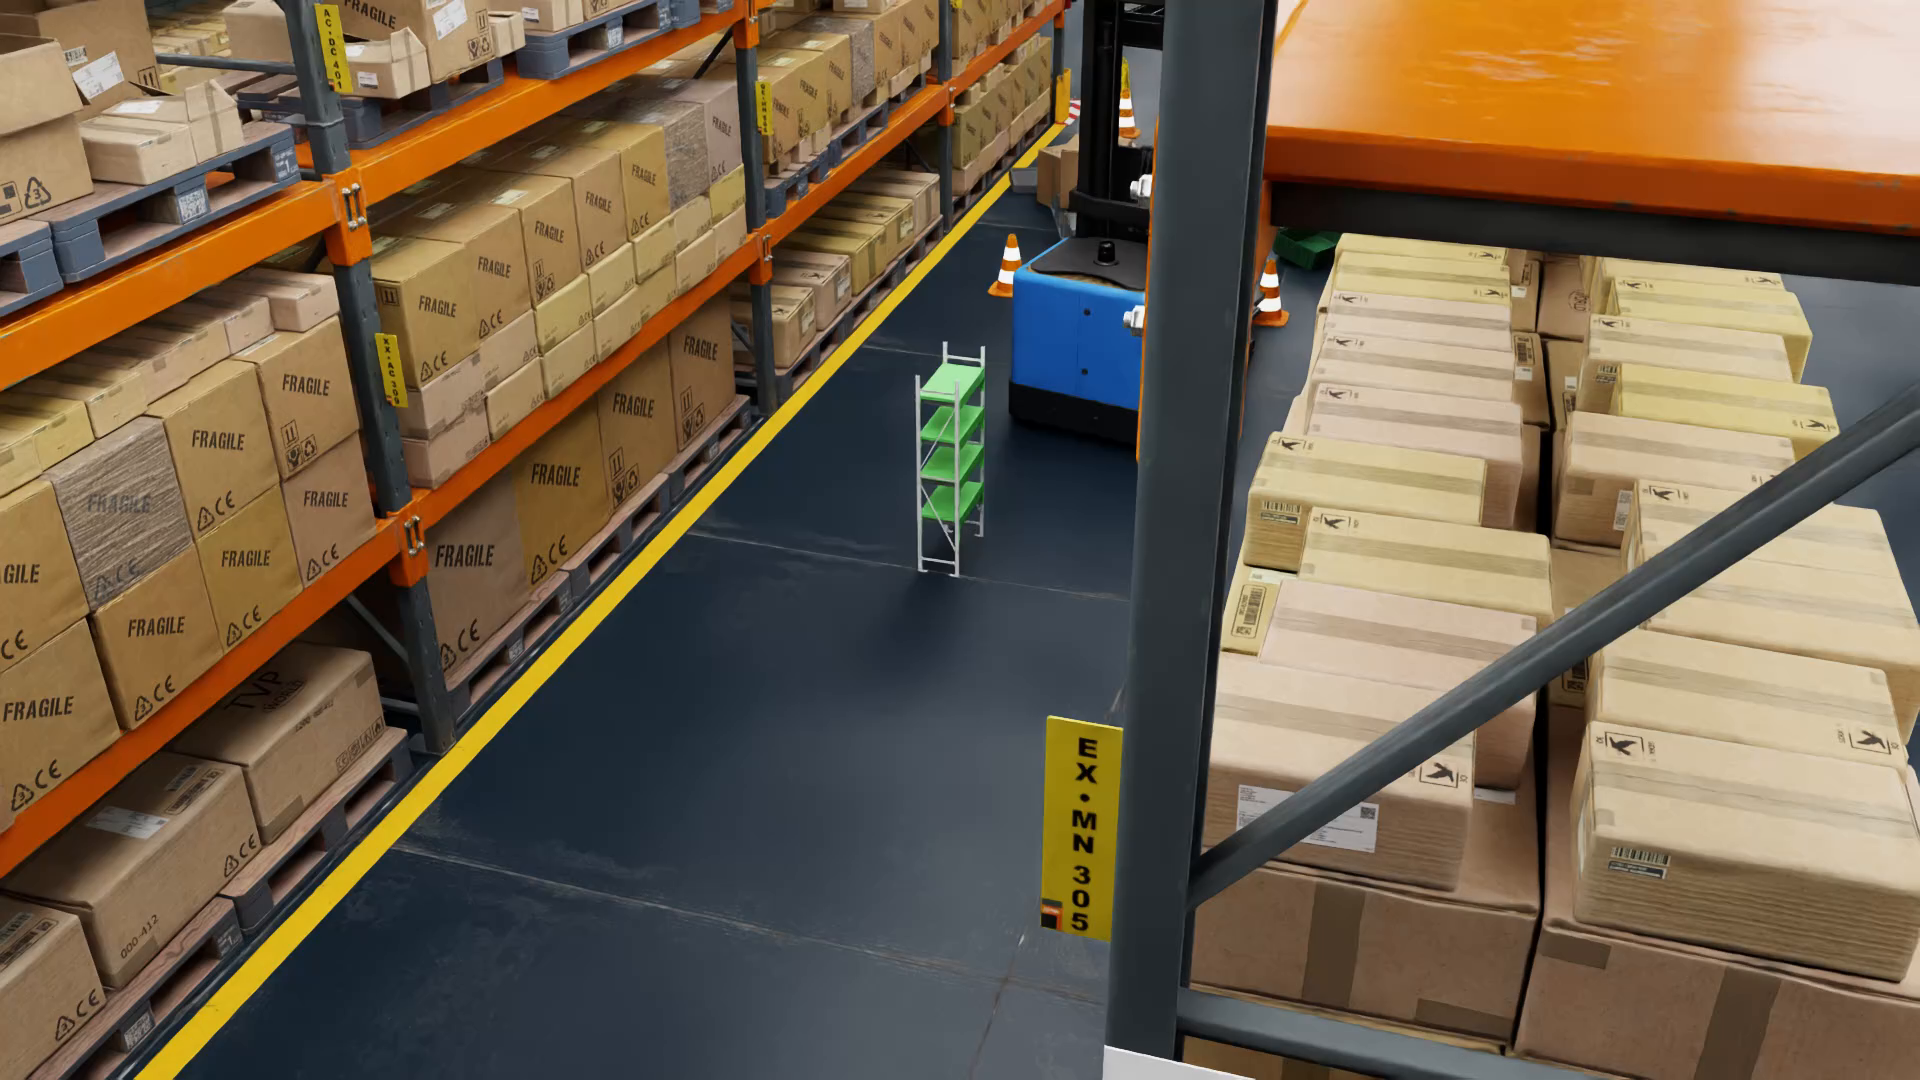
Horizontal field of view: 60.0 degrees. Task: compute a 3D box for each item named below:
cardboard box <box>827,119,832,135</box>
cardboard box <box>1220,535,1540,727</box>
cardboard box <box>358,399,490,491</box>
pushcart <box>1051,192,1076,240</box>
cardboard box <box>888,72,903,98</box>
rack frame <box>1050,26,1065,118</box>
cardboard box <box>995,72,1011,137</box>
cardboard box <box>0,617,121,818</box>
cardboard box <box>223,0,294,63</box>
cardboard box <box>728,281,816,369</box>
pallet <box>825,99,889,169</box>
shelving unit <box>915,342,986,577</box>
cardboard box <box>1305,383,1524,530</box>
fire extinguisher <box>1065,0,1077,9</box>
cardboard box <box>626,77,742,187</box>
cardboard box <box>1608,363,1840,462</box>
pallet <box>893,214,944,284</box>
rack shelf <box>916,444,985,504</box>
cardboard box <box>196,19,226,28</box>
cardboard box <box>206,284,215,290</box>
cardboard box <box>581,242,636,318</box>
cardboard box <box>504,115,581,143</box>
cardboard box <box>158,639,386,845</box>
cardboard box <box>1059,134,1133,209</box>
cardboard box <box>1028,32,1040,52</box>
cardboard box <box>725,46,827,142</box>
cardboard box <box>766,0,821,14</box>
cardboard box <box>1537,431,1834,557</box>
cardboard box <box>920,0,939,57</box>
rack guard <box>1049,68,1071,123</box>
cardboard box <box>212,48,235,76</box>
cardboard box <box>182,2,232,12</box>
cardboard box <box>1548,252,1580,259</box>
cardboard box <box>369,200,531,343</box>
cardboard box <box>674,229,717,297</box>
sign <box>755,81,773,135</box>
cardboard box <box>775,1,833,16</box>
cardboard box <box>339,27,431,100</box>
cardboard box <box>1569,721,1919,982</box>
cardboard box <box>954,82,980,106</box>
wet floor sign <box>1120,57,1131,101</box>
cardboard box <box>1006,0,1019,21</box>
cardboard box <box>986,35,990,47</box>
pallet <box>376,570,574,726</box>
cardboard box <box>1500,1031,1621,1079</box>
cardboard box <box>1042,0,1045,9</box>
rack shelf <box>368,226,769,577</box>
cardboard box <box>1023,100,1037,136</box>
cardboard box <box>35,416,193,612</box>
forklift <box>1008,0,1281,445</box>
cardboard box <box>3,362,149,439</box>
[{"bbox_3d":[-1.129,-2.927,11.753,0.380,0.149,0.250,10,31,18],"label":"cardboard box"},{"bbox_3d":[0.716,0.191,2.875,0.500,0.250,0.500,8,30,14],"label":"cardboard box"},{"bbox_3d":[-2.531,-0.476,7.675,0.500,0.250,0.500,8,30,14],"label":"cardboard box"},{"bbox_3d":[1.630,-2.645,14.116,1.648,0.377,0.936,-1,29,-3],"label":"pushcart"},{"bbox_3d":[-0.658,-3.524,12.826,0.380,0.149,0.250,9,30,15],"label":"cardboard box"},{"bbox_3d":[0.610,-5.952,17.363,1.000,3.000,0.127,8,30,15],"label":"rack frame"},{"bbox_3d":[0.167,-4.129,15.713,0.500,0.500,0.500,10,31,17],"label":"cardboard box"},{"bbox_3d":[-3.252,0.550,5.573,0.500,0.500,0.500,10,30,17],"label":"cardboard box"},{"bbox_3d":[-2.854,-2.270,7.319,0.500,0.311,0.500,8,30,15],"label":"cardboard box"},{"bbox_3d":[-1.563,-1.530,11.687,0.950,0.372,0.625,6,30,11],"label":"cardboard box"},{"bbox_3d":[-1.196,-3.076,12.391,1.003,0.211,1.213,8,30,15],"label":"pallet"},{"bbox_3d":[-0.049,-0.447,9.320,0.258,1.200,0.503,8,30,15],"label":"shelving unit"},{"bbox_3d":[0.839,-0.159,3.094,0.380,0.149,0.250,8,30,14],"label":"cardboard box"},{"bbox_3d":[1.084,-5.905,17.360,0.296,0.674,0.183,8,30,15],"label":"fire extinguisher"},{"bbox_3d":[-1.640,-2.437,9.914,0.500,0.500,0.500,8,30,14],"label":"cardboard box"},{"bbox_3d":[1.444,-0.201,3.170,0.380,0.149,0.250,9,30,16],"label":"cardboard box"},{"bbox_3d":[-0.791,-2.512,14.049,1.003,0.211,1.213,8,30,15],"label":"pallet"},{"bbox_3d":[-0.049,-0.392,9.351,0.258,0.148,0.480,8,30,15],"label":"rack shelf"},{"bbox_3d":[-5.741,-3.975,13.040,0.380,0.149,0.250,9,30,16],"label":"cardboard box"},{"bbox_3d":[-3.253,-1.030,6.717,0.380,0.149,0.250,8,30,14],"label":"cardboard box"},{"bbox_3d":[-2.067,-1.405,8.829,0.500,0.250,0.500,8,30,13],"label":"cardboard box"},{"bbox_3d":[-2.420,-2.050,9.219,0.500,0.500,0.500,9,30,16],"label":"cardboard box"},{"bbox_3d":[-3.199,0.837,7.363,0.875,0.438,0.875,8,30,14],"label":"cardboard box"},{"bbox_3d":[1.146,-3.091,14.014,0.500,0.500,0.500,8,30,15],"label":"cardboard box"},{"bbox_3d":[0.580,-4.955,16.530,0.380,0.149,0.250,9,30,16],"label":"cardboard box"},{"bbox_3d":[-1.239,-3.011,11.235,0.500,0.500,0.500,10,31,17],"label":"cardboard box"},{"bbox_3d":[-1.261,-4.046,12.429,0.380,0.149,0.250,10,31,18],"label":"cardboard box"},{"bbox_3d":[1.364,0.037,3.153,0.500,0.250,0.500,9,30,15],"label":"cardboard box"},{"bbox_3d":[-0.480,-4.203,13.378,0.500,0.500,0.500,8,30,14],"label":"cardboard box"},{"bbox_3d":[0.588,-4.824,17.908,1.175,0.500,0.348,8,30,15],"label":"rack guard"},{"bbox_3d":[-5.802,-3.738,13.024,0.500,0.250,0.500,8,30,14],"label":"cardboard box"},{"bbox_3d":[-6.111,-4.292,13.610,0.380,0.149,0.250,9,30,15],"label":"cardboard box"},{"bbox_3d":[1.730,-0.820,4.283,0.380,0.149,0.250,10,30,17],"label":"cardboard box"},{"bbox_3d":[-2.386,-1.260,7.797,0.500,0.500,0.500,8,30,15],"label":"cardboard box"},{"bbox_3d":[-1.773,-1.657,9.797,0.500,0.250,0.500,9,30,16],"label":"cardboard box"},{"bbox_3d":[-1.207,-2.662,10.259,0.100,0.325,0.005,8,30,15],"label":"sign"},{"bbox_3d":[-1.281,-3.813,12.677,0.500,0.500,0.500,8,30,15],"label":"cardboard box"},{"bbox_3d":[-2.431,-1.993,6.868,0.396,0.266,0.258,8,30,14],"label":"cardboard box"},{"bbox_3d":[0.988,0.387,2.113,0.380,0.149,0.250,8,30,14],"label":"cardboard box"},{"bbox_3d":[-0.039,-3.971,14.761,0.380,0.149,0.250,9,30,16],"label":"cardboard box"},{"bbox_3d":[1.689,-4.859,17.820,0.267,0.644,0.232,20,35,32],"label":"wet floor sign"},{"bbox_3d":[0.246,-5.137,15.490,0.500,0.500,0.500,9,30,15],"label":"cardboard box"},{"bbox_3d":[0.062,-4.575,15.146,0.380,0.149,0.250,8,30,15],"label":"cardboard box"},{"bbox_3d":[-2.758,0.474,8.681,1.003,0.211,1.213,8,30,15],"label":"pallet"},{"bbox_3d":[1.051,0.726,2.429,0.500,0.250,0.500,10,30,17],"label":"cardboard box"},{"bbox_3d":[0.641,-5.388,16.608,0.380,0.149,0.250,8,30,14],"label":"cardboard box"},{"bbox_3d":[-2.325,-0.990,9.184,1.077,0.370,4.000,8,30,15],"label":"rack shelf"},{"bbox_3d":[0.470,-4.280,16.755,0.500,0.250,0.500,9,30,15],"label":"cardboard box"},{"bbox_3d":[-3.084,-0.125,5.757,0.500,0.500,0.500,9,30,16],"label":"cardboard box"},{"bbox_3d":[1.481,-2.577,11.368,1.130,2.935,3.031,15,32,25],"label":"forklift"},{"bbox_3d":[-3.058,-0.488,5.742,0.380,0.149,0.250,8,30,14],"label":"cardboard box"}]
